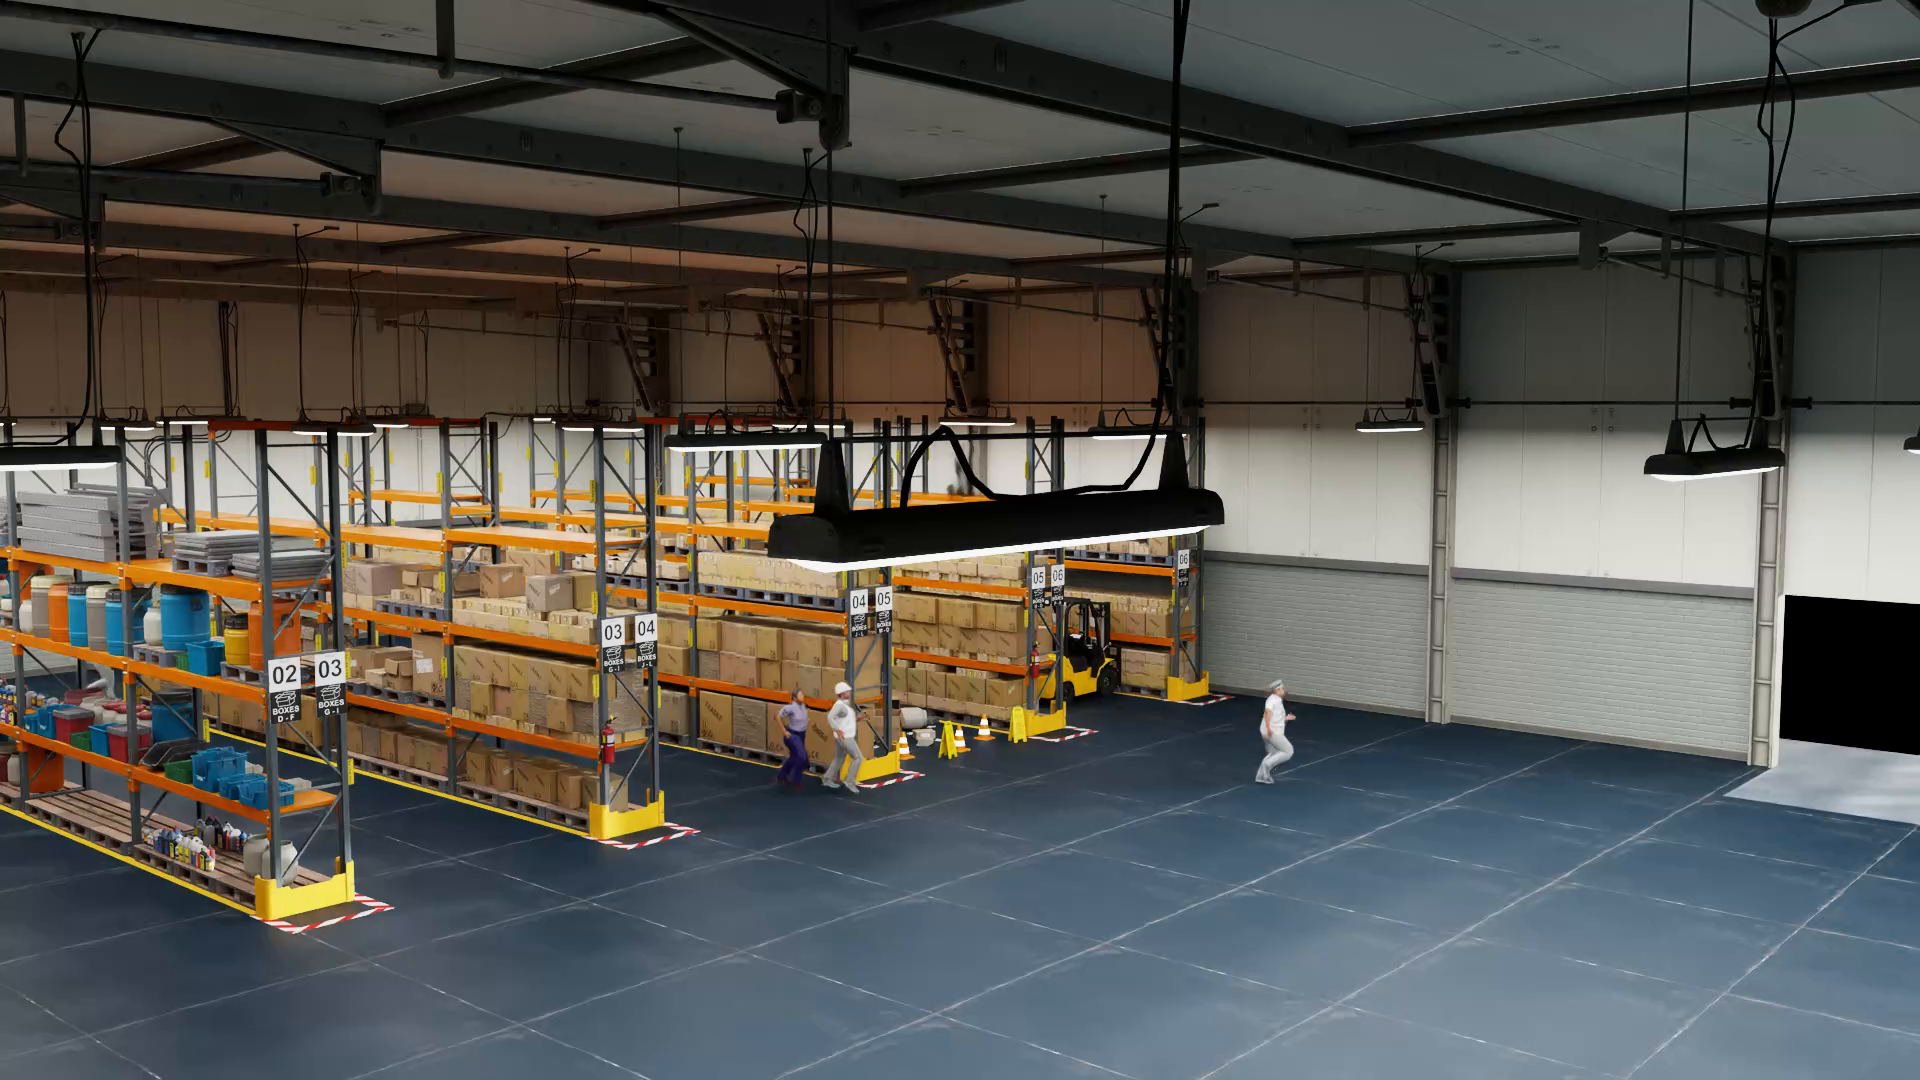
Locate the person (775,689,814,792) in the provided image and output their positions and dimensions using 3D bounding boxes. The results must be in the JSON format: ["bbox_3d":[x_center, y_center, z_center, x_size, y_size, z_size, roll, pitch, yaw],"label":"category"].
[{"bbox_3d":[-2.713,3.274,27.168,0.689,1.714,0.635,2,5,23],"label":"person"}]

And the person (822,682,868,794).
[{"bbox_3d":[-1.869,3.215,26.936,0.755,1.825,0.627,0,5,-5],"label":"person"}]

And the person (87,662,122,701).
[{"bbox_3d":[-18.134,2.617,35.074,0.778,1.668,0.614,-4,6,-41],"label":"person"}]

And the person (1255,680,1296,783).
[{"bbox_3d":[5.229,3.170,27.523,0.685,1.716,0.654,0,5,-3],"label":"person"}]
